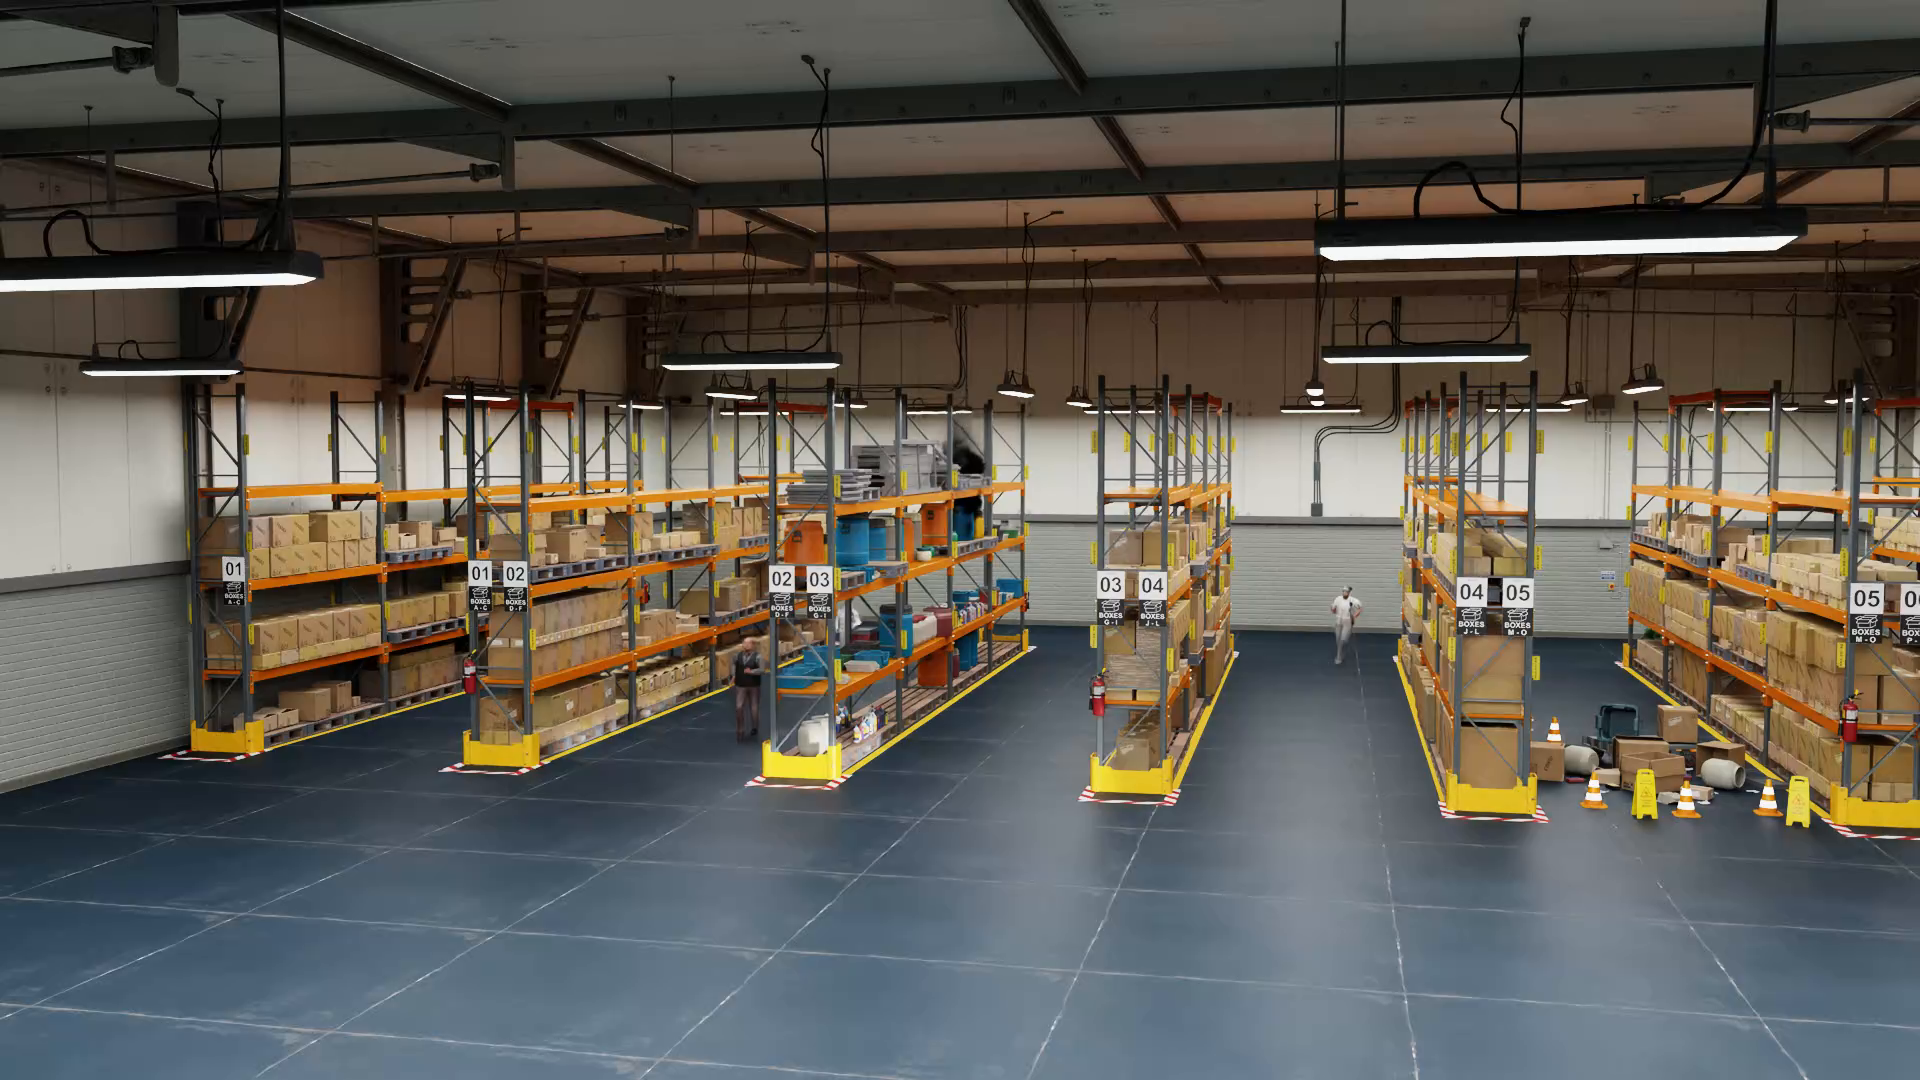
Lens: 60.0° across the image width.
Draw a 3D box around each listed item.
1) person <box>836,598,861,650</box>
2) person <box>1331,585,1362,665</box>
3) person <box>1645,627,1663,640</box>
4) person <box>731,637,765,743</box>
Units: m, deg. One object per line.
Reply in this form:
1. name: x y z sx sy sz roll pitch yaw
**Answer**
1. person: -2.510 2.062 36.892 0.623 1.656 0.735 0 3 5
2. person: 8.845 1.938 38.200 0.666 1.824 0.869 2 4 34
3. person: 16.153 1.904 38.650 0.703 1.756 0.909 -3 4 -42
4. person: -3.599 2.537 28.187 0.624 1.777 0.752 0 3 1
